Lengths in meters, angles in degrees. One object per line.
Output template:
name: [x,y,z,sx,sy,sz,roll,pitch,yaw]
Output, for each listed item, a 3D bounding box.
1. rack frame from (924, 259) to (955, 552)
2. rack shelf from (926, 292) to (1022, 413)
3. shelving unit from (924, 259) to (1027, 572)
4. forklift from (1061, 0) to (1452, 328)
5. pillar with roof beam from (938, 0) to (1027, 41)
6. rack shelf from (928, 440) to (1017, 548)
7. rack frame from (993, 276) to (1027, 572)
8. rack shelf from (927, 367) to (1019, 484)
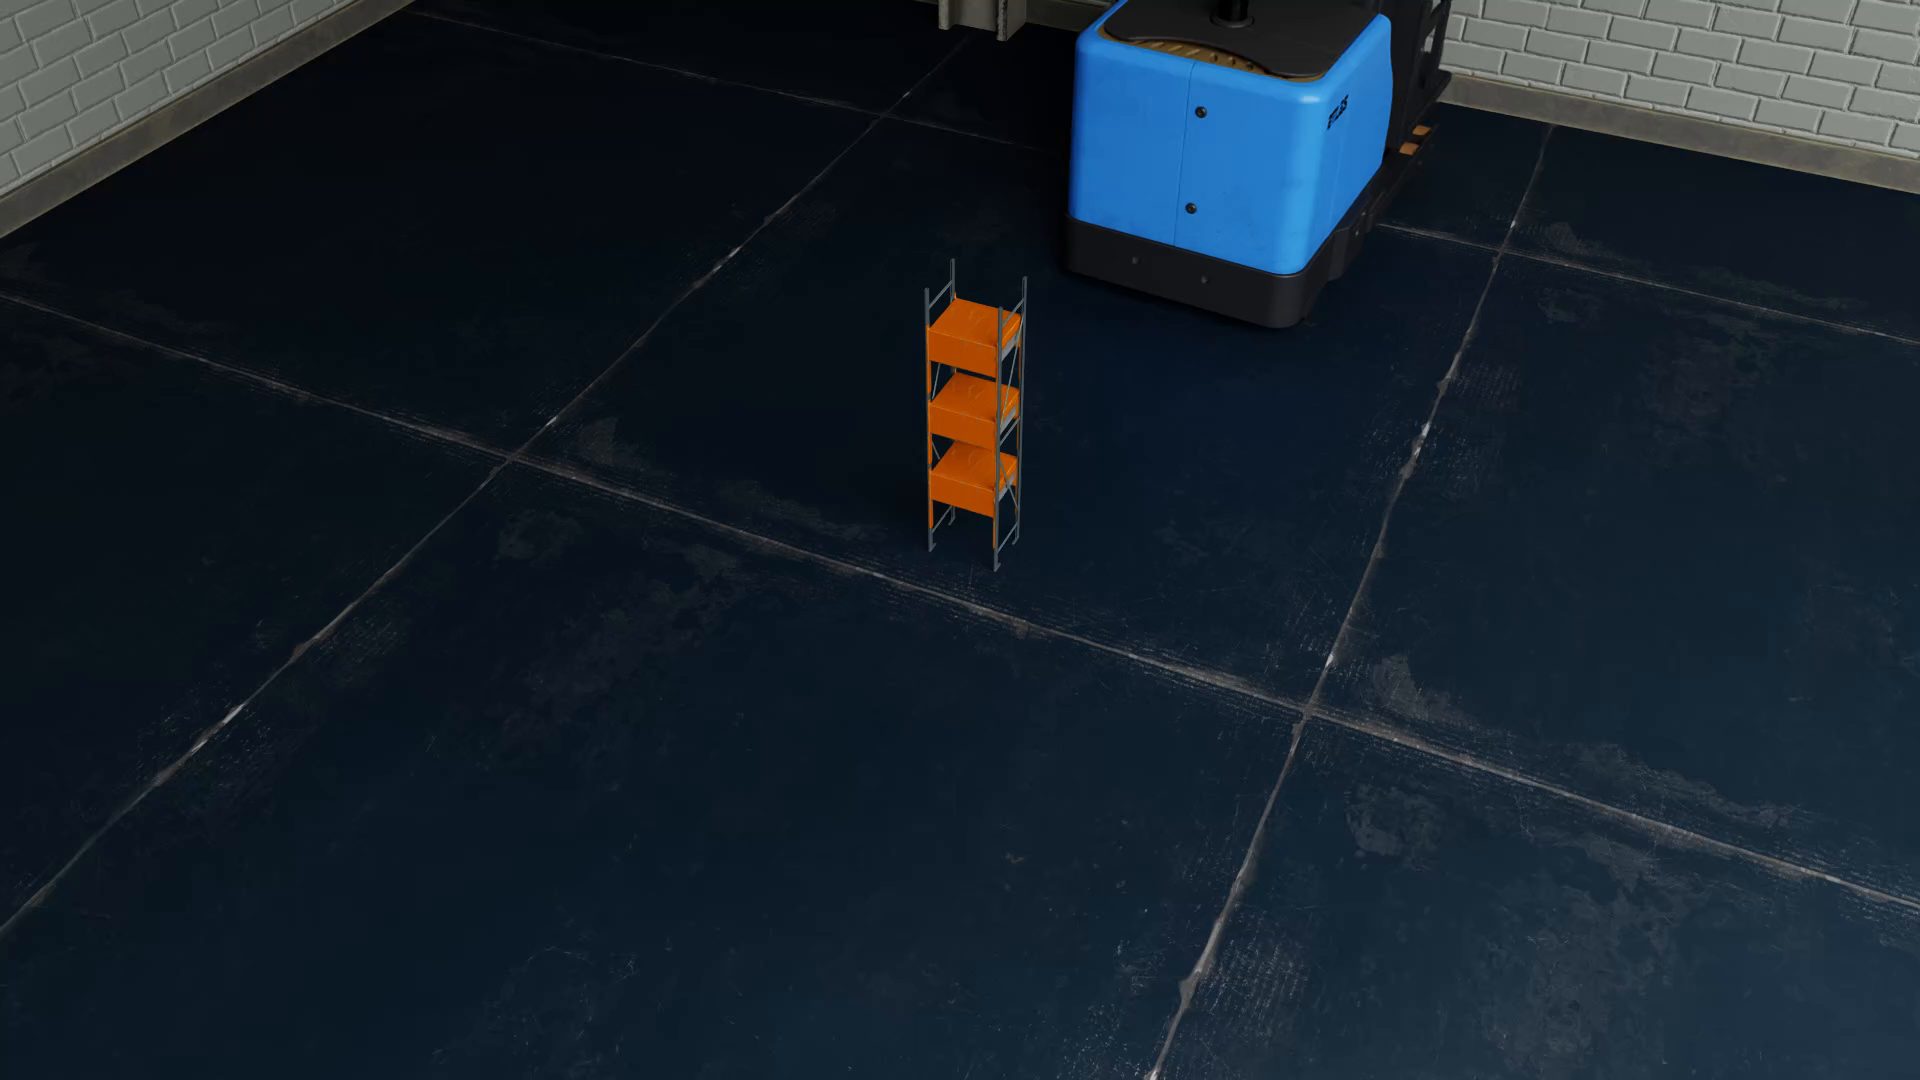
rack frame: [-0.062,-0.416,5.428,0.008,1.050,0.200,17,44,19]
rack shelf: [0.048,-0.588,5.210,0.240,0.259,0.215,17,44,19]
shelving unit: [0.048,-0.382,5.389,0.252,1.050,0.215,17,44,19]
forklift: [1.579,-2.903,6.862,1.130,2.935,3.031,20,45,21]
pillar with roof beam: [-1.694,-3.628,3.065,0.400,9.000,9.100,17,44,19]
rack shelf: [0.048,-0.164,5.578,0.240,0.259,0.215,17,44,19]
rack frame: [0.159,-0.348,5.350,0.008,1.050,0.200,17,44,19]
rack shelf: [0.048,-0.374,5.396,0.240,0.259,0.215,17,44,19]
